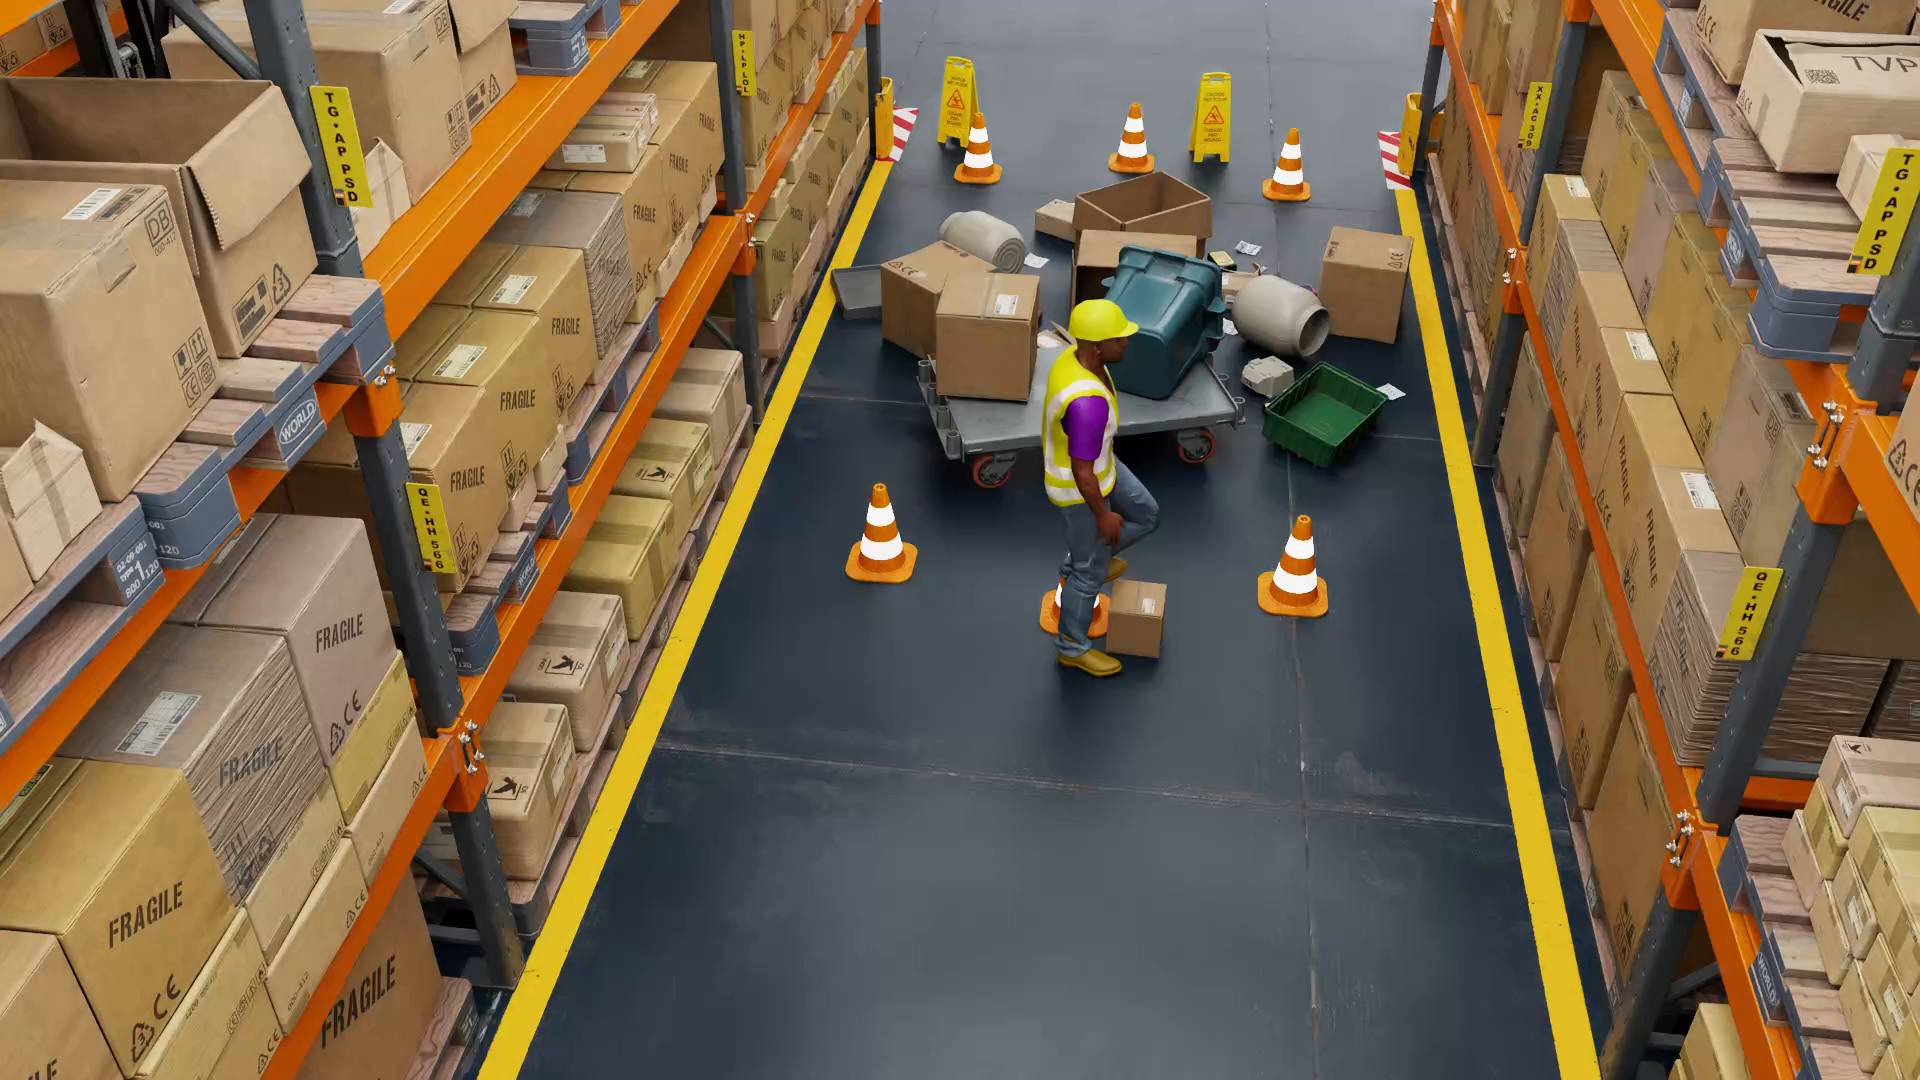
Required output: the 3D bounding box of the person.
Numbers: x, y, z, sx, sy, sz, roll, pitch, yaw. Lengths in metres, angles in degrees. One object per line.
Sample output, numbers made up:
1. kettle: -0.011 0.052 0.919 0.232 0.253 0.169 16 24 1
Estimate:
1. person: 0.632 -0.253 7.370 0.554 1.765 0.636 3 36 4
